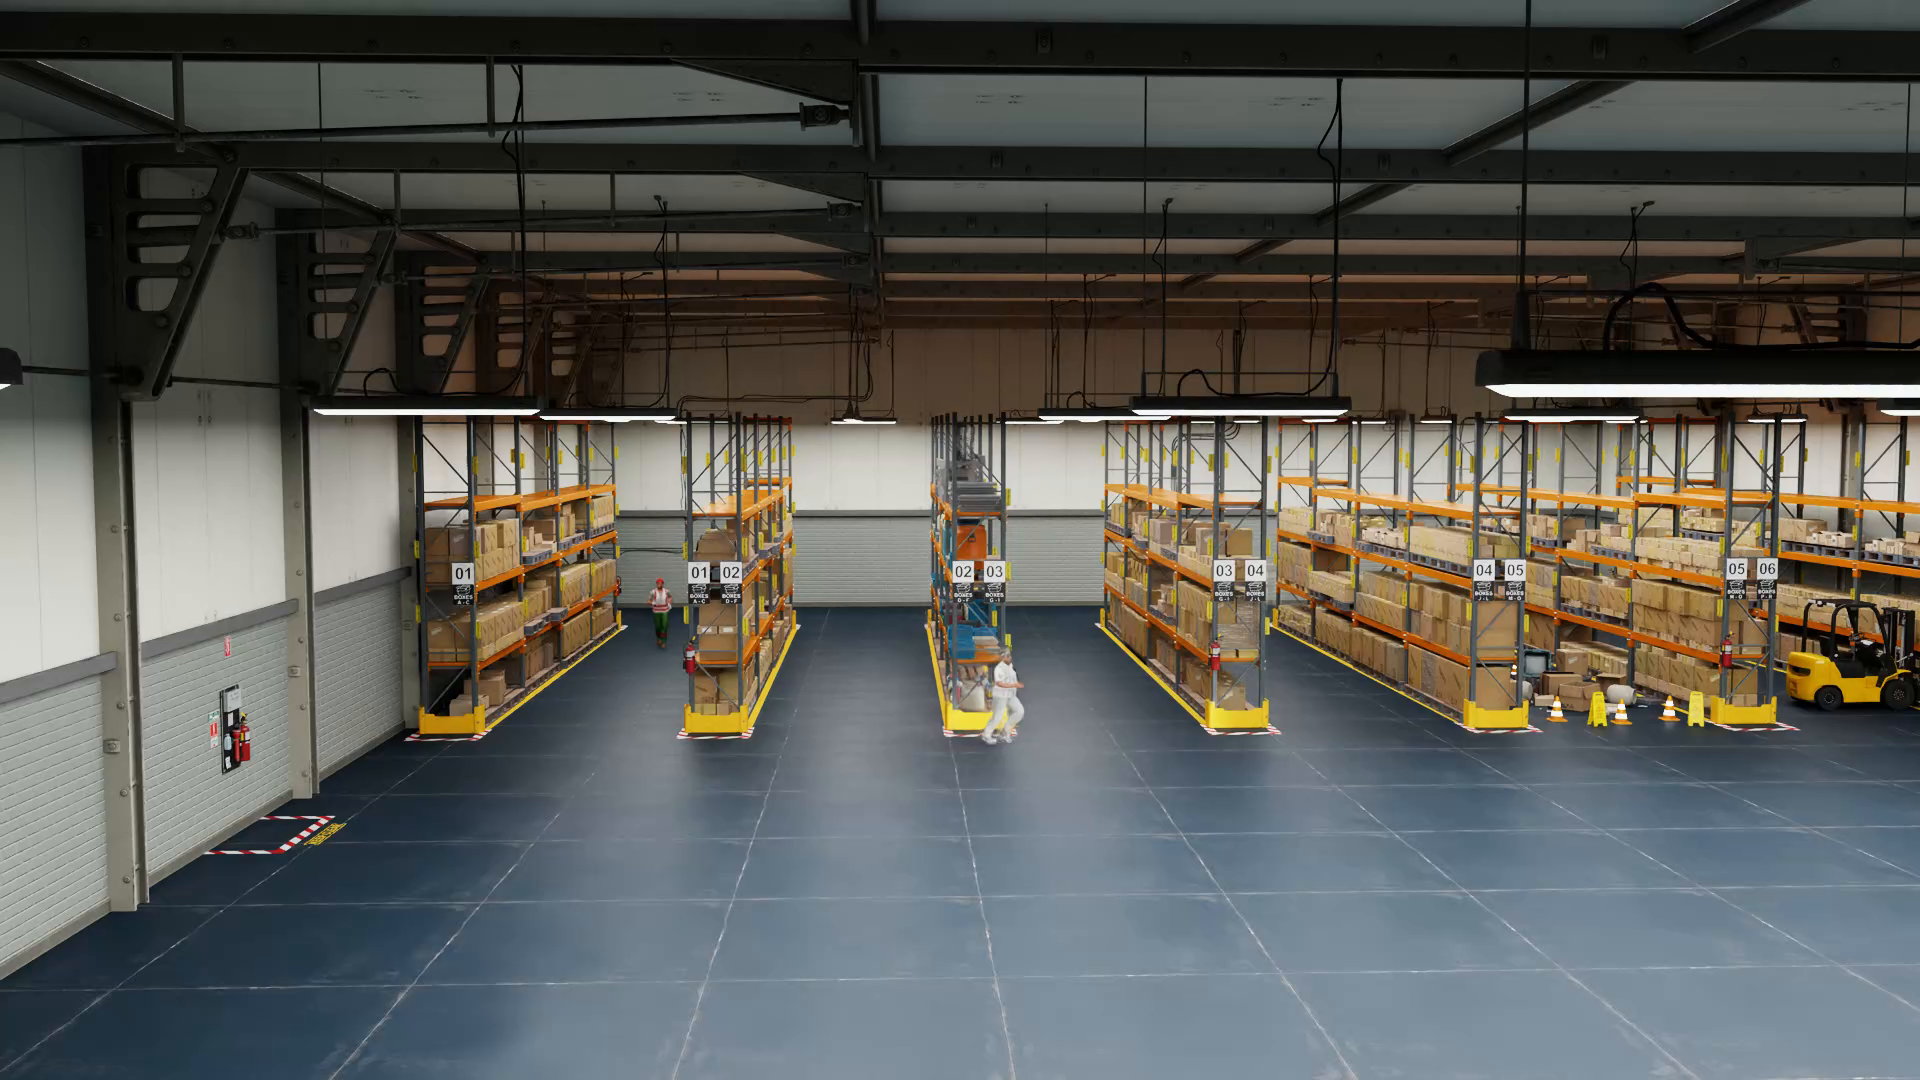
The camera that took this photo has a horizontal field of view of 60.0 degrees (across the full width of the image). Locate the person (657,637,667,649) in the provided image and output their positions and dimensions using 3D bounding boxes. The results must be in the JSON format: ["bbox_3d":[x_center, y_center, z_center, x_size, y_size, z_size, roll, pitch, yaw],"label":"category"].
[{"bbox_3d":[-7.723,2.601,43.001,0.211,0.321,0.968,-1,4,-14],"label":"person"}]

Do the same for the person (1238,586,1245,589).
[{"bbox_3d":[8.101,1.600,47.916,0.708,1.728,0.497,3,5,36],"label":"person"}]

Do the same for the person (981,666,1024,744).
[{"bbox_3d":[0.775,2.975,29.969,0.747,1.406,0.444,3,5,34],"label":"person"}]
